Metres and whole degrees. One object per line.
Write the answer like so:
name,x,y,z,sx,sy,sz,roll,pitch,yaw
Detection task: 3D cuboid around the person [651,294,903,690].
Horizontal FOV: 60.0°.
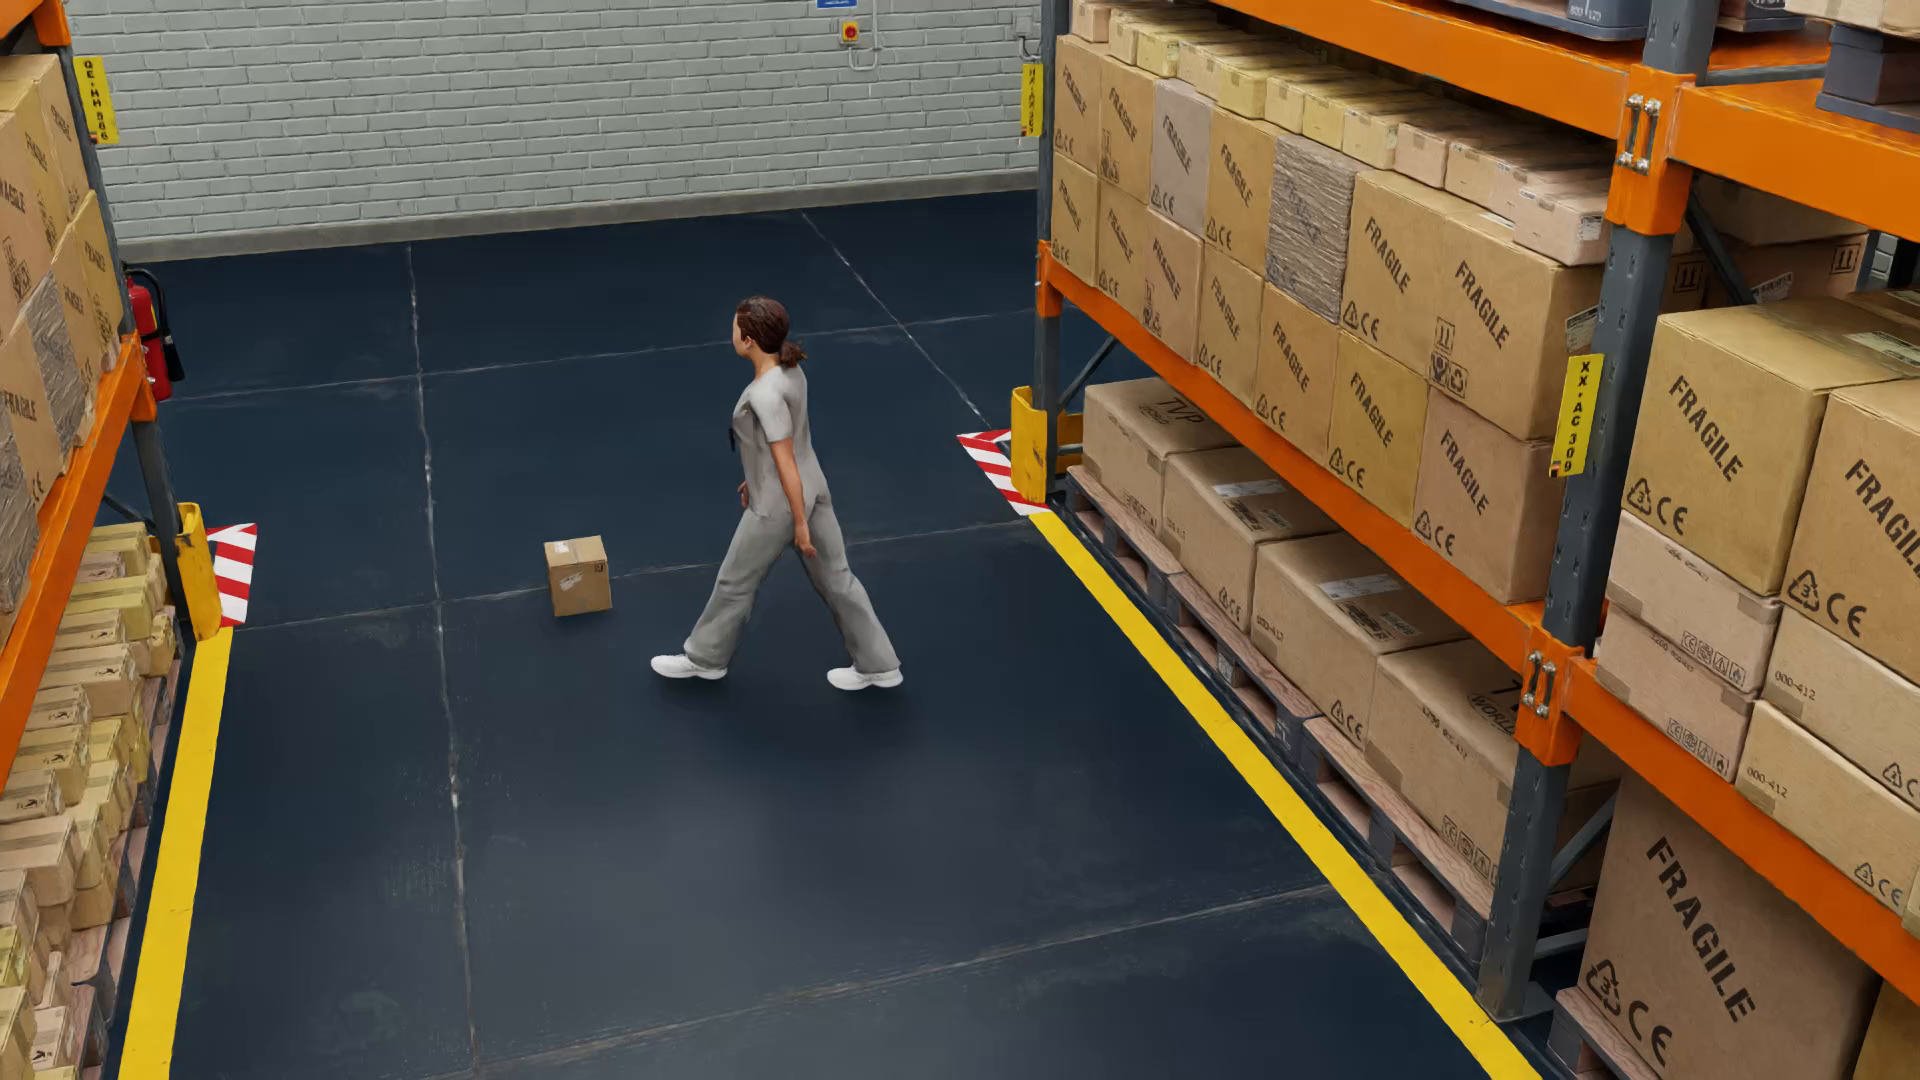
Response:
person,-0.724,-0.165,6.434,1.013,1.606,0.474,8,27,15
